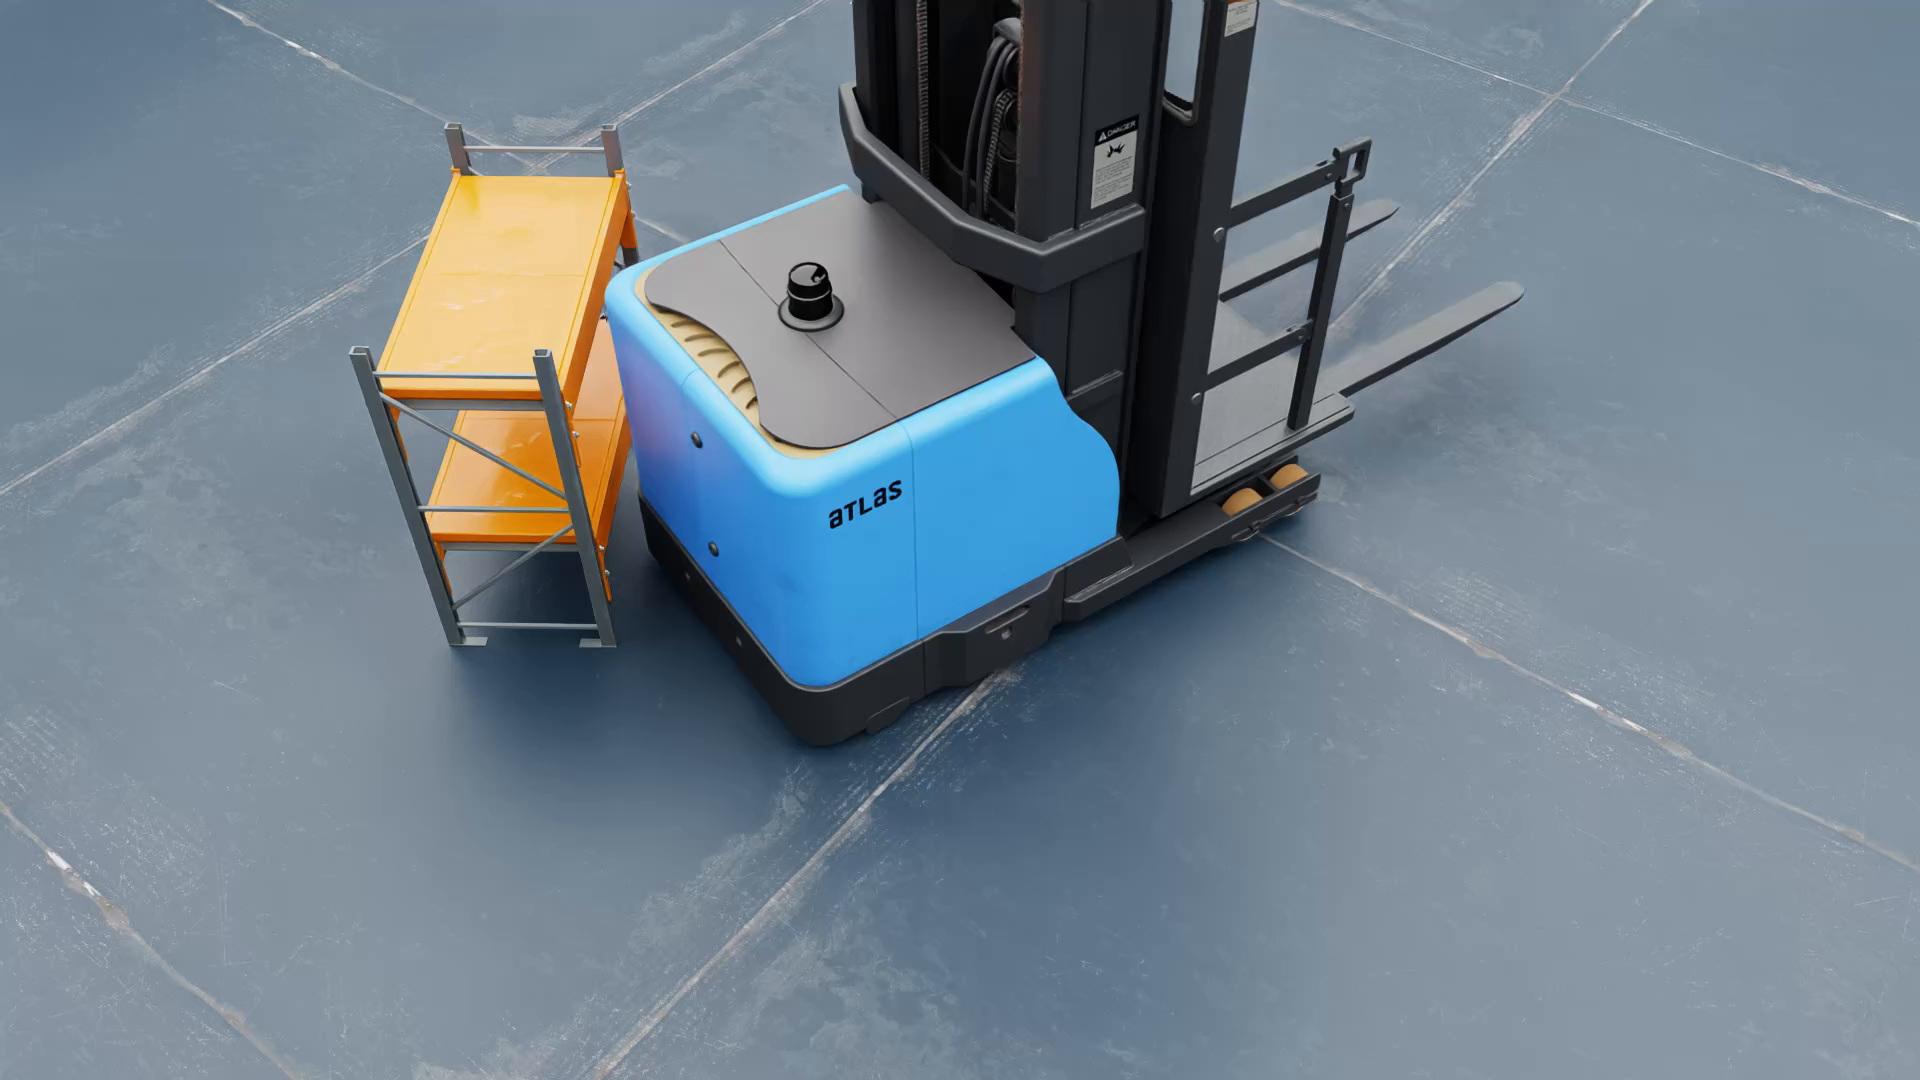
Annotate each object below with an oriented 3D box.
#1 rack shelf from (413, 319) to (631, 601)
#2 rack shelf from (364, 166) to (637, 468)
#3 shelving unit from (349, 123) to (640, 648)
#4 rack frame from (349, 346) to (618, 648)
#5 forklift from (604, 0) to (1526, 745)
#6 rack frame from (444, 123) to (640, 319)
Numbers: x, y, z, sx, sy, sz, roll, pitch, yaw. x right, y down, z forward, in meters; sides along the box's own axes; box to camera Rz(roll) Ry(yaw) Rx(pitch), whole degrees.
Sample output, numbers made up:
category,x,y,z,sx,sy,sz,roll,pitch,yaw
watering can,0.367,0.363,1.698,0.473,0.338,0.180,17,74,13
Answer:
category,x,y,z,sx,sy,sz,roll,pitch,yaw
rack shelf,-1.261,-0.280,5.078,0.538,0.278,1.000,1,46,1
rack shelf,-1.261,-0.651,4.689,0.538,0.278,1.000,1,46,1
shelving unit,-1.261,-0.449,4.901,0.538,1.125,1.048,1,46,1
rack frame,-1.270,-0.081,4.550,0.500,1.125,0.032,1,46,1
forklift,0.533,-1.299,4.464,3.031,2.935,1.130,-27,52,-23
rack frame,-1.252,-0.816,5.252,0.500,1.125,0.032,1,46,1
